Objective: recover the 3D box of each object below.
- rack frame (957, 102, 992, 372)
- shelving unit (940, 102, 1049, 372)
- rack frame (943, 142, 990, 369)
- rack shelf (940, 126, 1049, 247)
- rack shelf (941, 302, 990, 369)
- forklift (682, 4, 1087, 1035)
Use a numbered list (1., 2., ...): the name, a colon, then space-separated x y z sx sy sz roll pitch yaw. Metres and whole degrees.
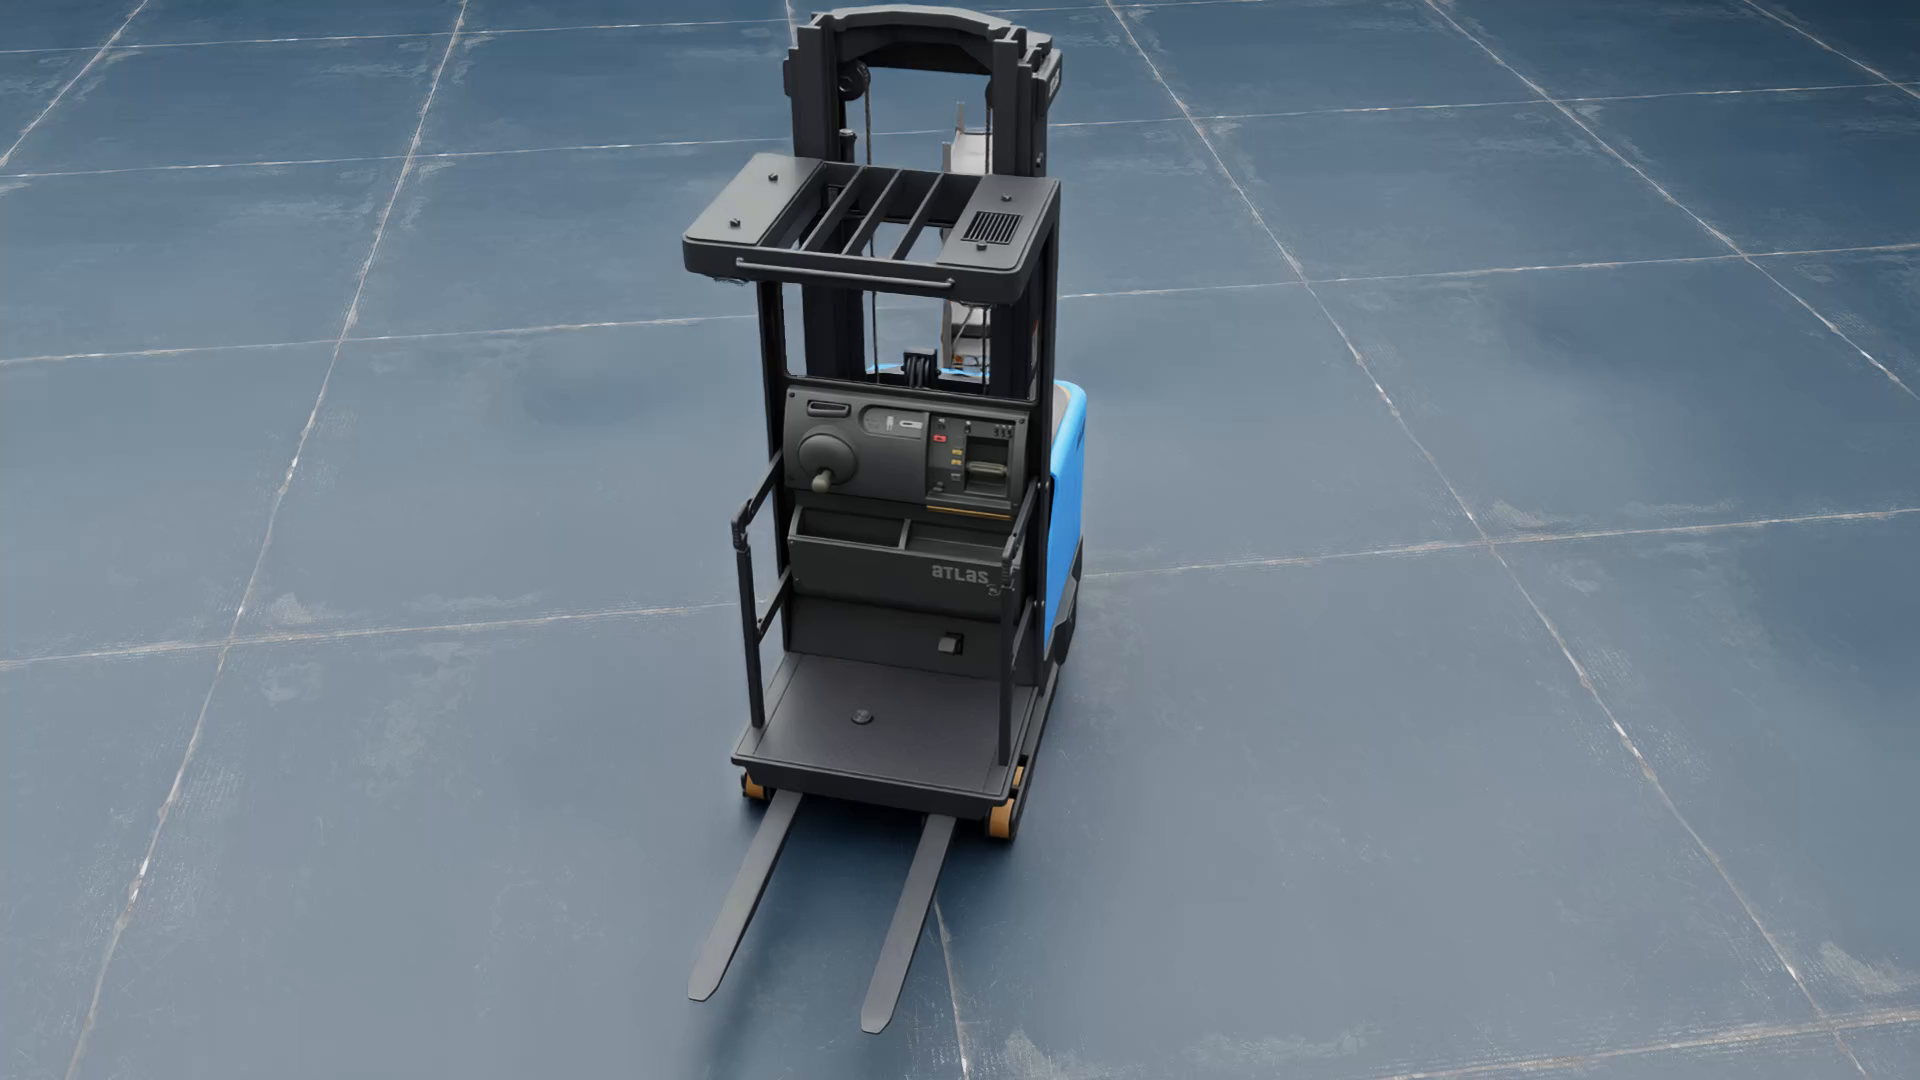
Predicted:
1. rack frame: 0.184 -1.056 7.935 0.400 2.100 0.015 4 34 6
2. shelving unit: 0.155 -0.920 7.735 0.431 2.100 0.503 4 34 6
3. rack frame: 0.126 -0.783 7.535 0.400 2.100 0.015 4 34 6
4. rack shelf: 0.155 -1.487 7.348 0.431 0.518 0.480 4 34 6
5. rack shelf: 0.155 -0.908 7.743 0.431 0.518 0.480 4 34 6
6. forklift: -0.254 -0.275 6.050 1.130 2.935 3.031 7 35 11
